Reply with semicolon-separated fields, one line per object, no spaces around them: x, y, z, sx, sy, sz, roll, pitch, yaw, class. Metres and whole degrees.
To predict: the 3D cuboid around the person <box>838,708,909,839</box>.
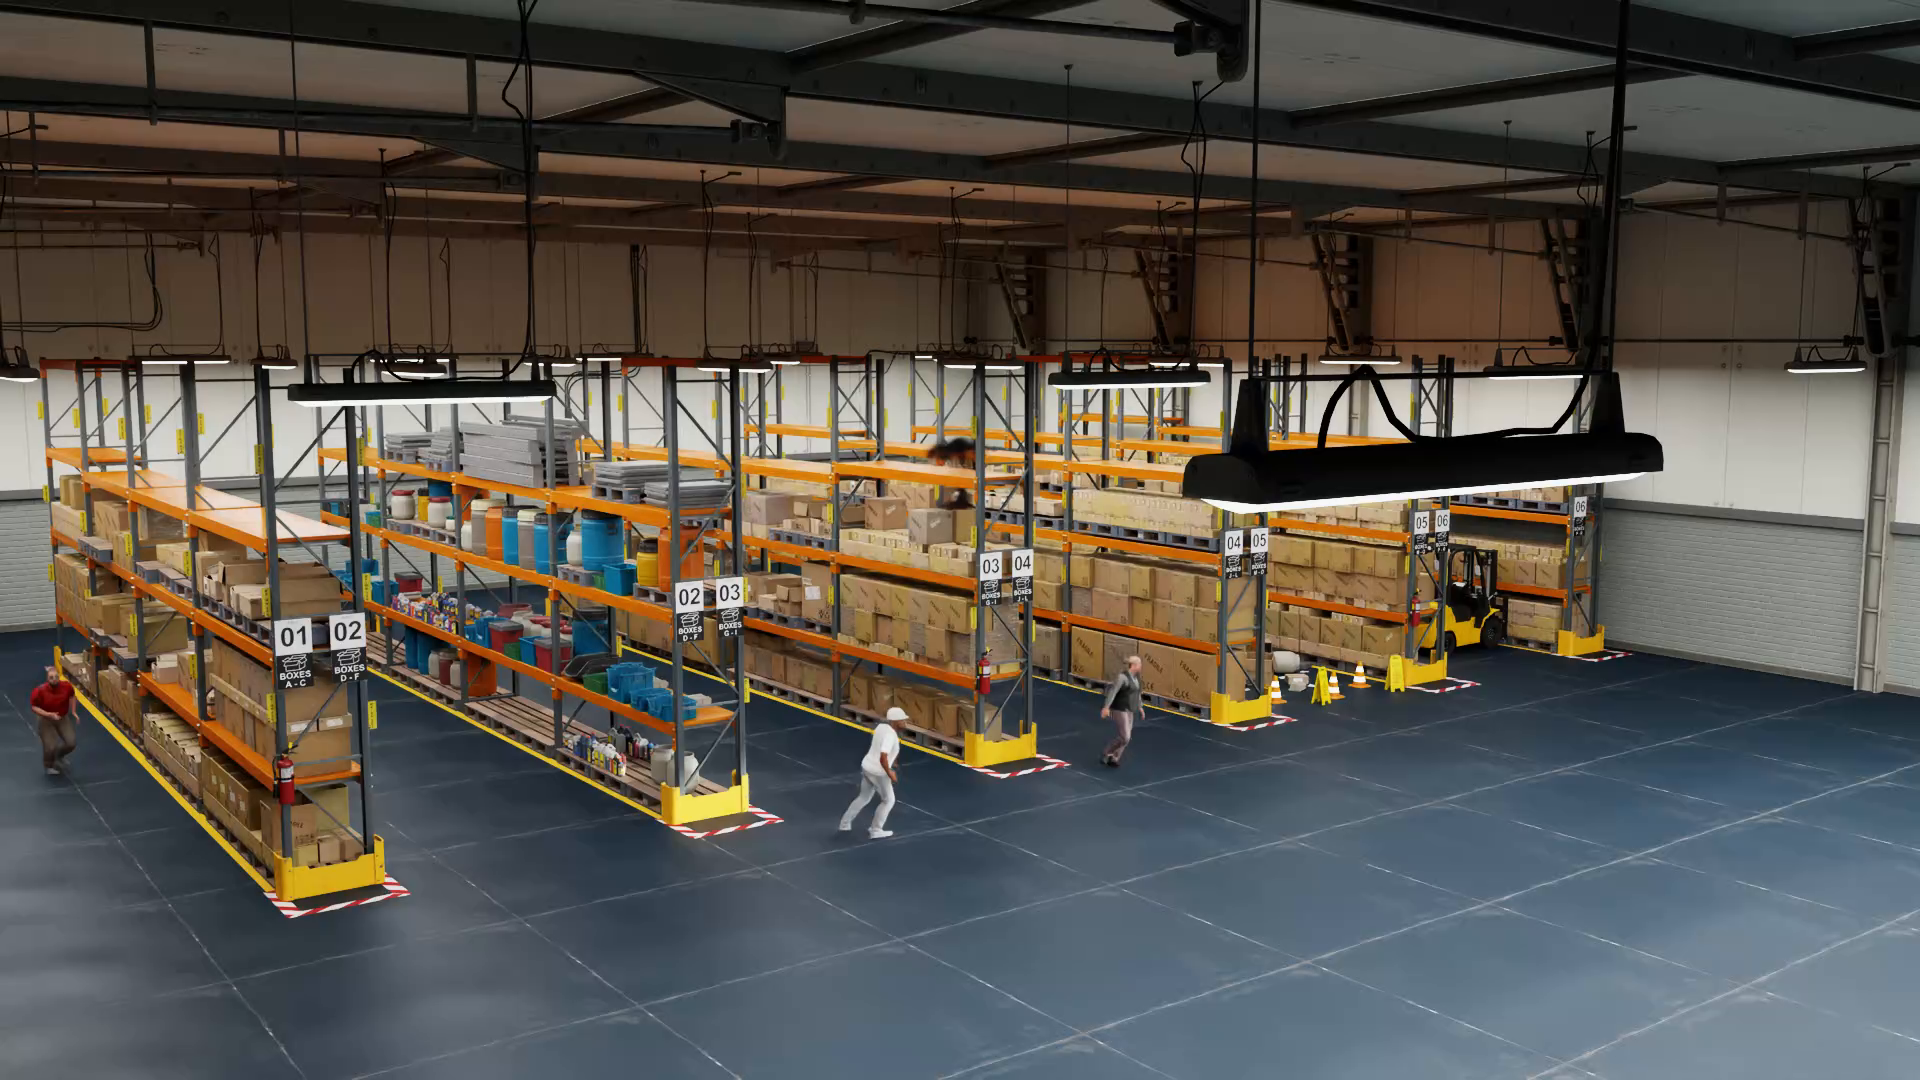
-1.092;2.968;21.185;0.873;1.672;0.697;-3;8;-25;person

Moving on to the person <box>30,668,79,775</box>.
-13.168;2.638;24.190;0.789;1.610;0.656;6;9;42;person

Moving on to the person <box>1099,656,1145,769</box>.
2.399;2.558;24.653;0.536;1.707;0.689;4;8;33;person
